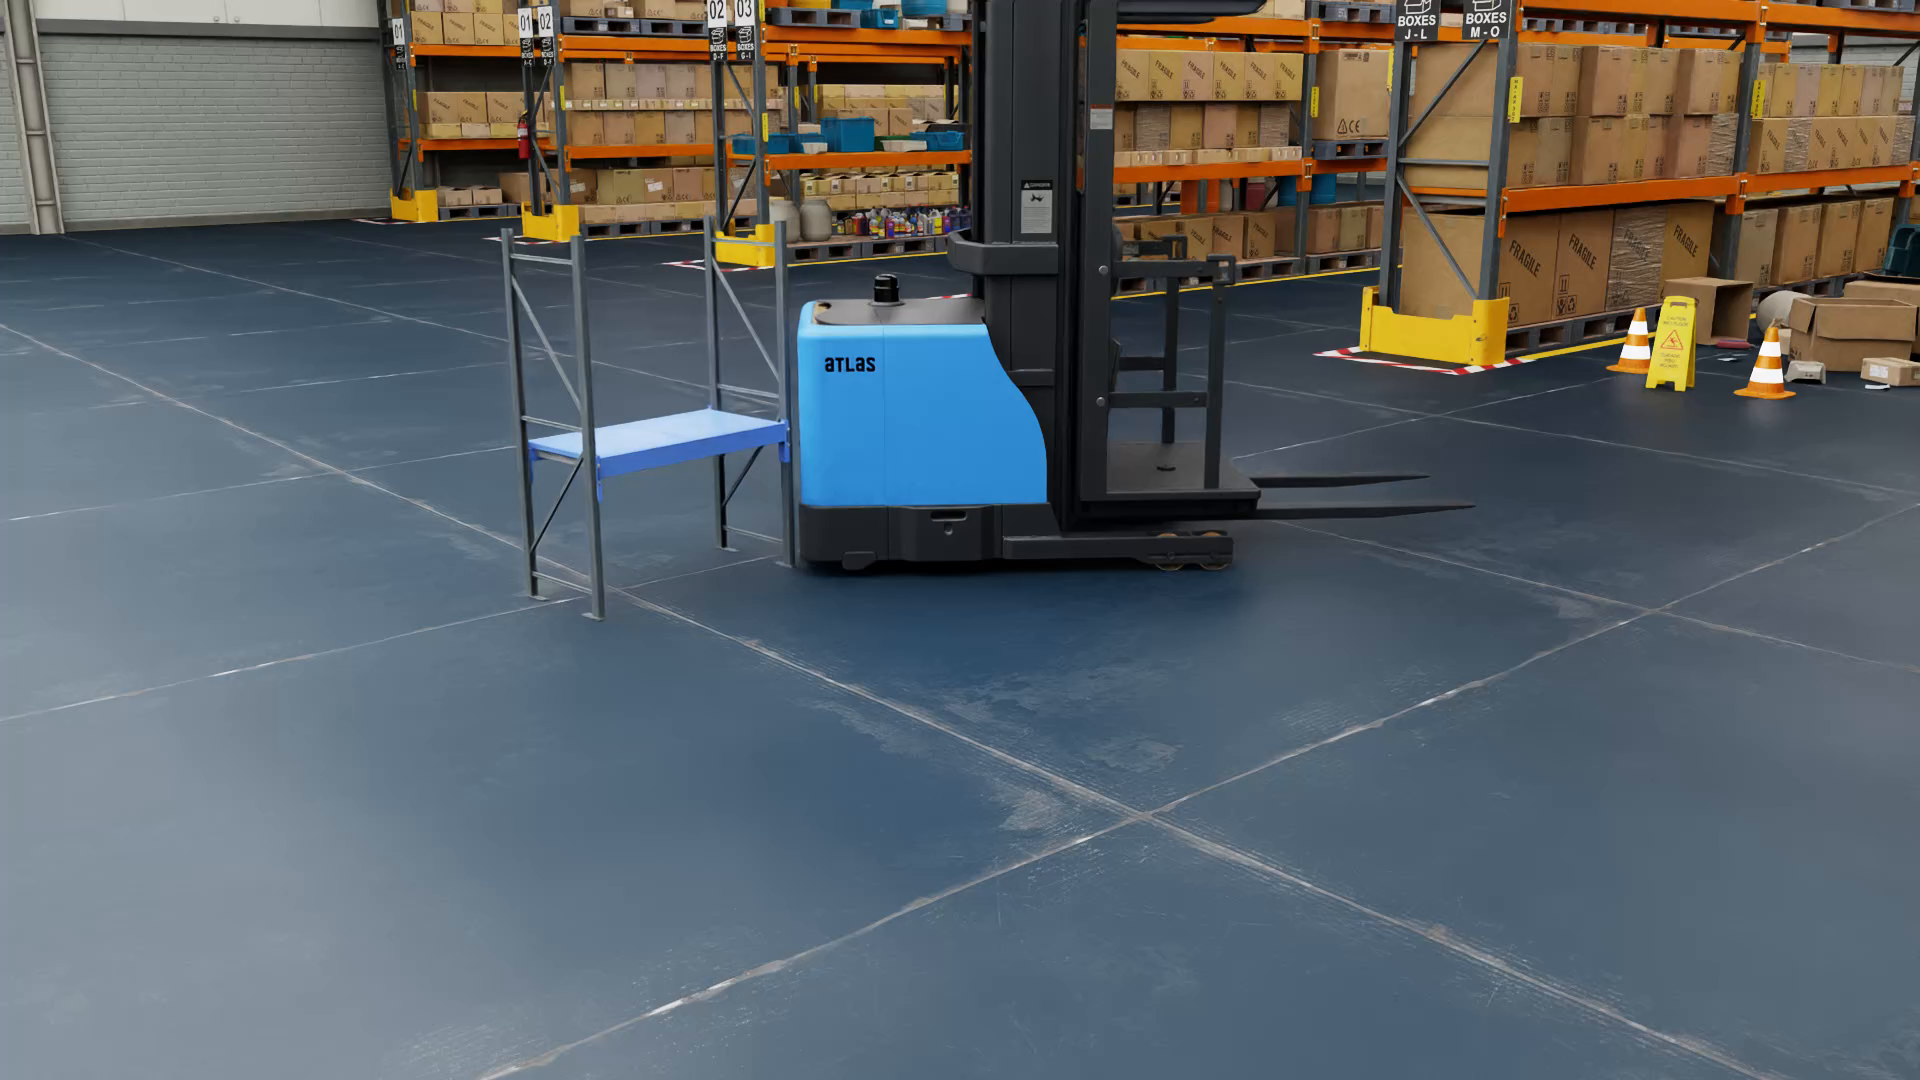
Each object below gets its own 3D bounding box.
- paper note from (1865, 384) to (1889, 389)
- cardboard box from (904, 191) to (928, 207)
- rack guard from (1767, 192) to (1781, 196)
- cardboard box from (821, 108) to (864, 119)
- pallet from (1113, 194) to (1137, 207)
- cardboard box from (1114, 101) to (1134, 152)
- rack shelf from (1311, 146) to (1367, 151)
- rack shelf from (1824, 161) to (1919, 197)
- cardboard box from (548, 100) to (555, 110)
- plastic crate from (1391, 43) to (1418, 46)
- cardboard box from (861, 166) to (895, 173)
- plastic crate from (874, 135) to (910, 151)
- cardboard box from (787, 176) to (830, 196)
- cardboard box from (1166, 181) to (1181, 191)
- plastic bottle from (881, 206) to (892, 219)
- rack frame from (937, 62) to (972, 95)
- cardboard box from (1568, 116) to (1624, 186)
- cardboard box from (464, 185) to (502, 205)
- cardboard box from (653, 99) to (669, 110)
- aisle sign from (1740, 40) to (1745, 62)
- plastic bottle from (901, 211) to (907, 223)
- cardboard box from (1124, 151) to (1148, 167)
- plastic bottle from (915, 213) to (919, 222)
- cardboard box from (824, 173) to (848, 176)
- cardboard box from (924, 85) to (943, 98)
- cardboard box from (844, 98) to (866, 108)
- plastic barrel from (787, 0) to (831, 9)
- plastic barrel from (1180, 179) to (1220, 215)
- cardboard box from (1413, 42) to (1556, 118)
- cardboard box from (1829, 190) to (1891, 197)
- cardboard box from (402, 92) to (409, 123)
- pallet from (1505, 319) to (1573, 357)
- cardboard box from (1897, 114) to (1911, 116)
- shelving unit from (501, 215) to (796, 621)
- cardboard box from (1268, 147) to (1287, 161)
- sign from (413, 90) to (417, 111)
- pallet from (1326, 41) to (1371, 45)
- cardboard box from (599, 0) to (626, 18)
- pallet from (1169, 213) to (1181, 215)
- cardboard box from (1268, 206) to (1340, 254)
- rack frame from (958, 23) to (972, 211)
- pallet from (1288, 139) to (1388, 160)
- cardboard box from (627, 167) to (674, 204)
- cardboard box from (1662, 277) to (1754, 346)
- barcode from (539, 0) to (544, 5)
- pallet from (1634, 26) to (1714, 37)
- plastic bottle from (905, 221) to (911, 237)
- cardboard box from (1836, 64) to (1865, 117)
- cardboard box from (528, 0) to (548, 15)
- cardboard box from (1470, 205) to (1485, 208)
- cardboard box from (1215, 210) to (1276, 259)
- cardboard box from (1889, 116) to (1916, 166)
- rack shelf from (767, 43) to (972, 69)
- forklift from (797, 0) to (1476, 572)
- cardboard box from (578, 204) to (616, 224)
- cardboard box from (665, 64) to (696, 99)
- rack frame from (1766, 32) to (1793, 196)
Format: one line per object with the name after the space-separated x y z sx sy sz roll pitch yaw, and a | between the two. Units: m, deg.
6.495 -1.089 11.769 0.148 0.019 0.142 8 17 28 | paper note
-0.887 -5.755 27.997 0.500 0.250 0.500 -12 19 -38 | cardboard box
12.671 -5.412 27.043 0.348 0.500 1.175 -13 19 -39 | rack guard
-1.912 -6.777 27.113 0.500 0.500 0.500 -11 18 -35 | cardboard box
2.547 -6.375 31.207 1.213 0.211 1.003 -13 19 -39 | pallet
1.314 -4.293 17.240 0.500 0.500 0.875 -13 19 -39 | cardboard box
4.875 -6.216 26.603 4.000 0.370 1.077 -13 19 -39 | rack shelf
11.306 -4.269 19.314 4.000 0.370 1.077 -13 19 -39 | rack shelf
-5.754 -6.298 24.065 0.250 0.149 0.380 -13 20 -40 | cardboard box
7.501 -8.445 27.996 0.590 0.269 0.497 -13 19 -39 | plastic crate
-1.831 -7.564 33.607 0.750 0.750 0.750 -13 20 -40 | cardboard box
-0.860 -5.270 22.077 0.662 0.188 0.450 -13 19 -39 | plastic crate
-2.424 -5.679 26.626 0.500 0.311 0.500 -13 19 -39 | cardboard box
4.240 -6.888 32.364 0.250 0.166 0.380 -13 19 -39 | cardboard box
-0.995 -4.320 22.391 0.185 0.351 0.144 -13 20 -40 | plastic bottle
-0.119 -8.831 34.999 0.127 3.000 1.000 -13 19 -39 | rack frame
4.918 -3.235 13.756 0.550 0.550 0.875 -13 19 -39 | cardboard box
-8.161 -5.908 28.413 0.500 0.311 0.500 -11 18 -35 | cardboard box
-4.510 -6.439 24.594 0.250 0.149 0.380 -13 20 -40 | cardboard box
12.510 -7.942 26.634 0.004 0.787 0.394 -13 19 -39 | aisle sign
-0.761 -4.321 22.550 0.097 0.271 0.097 0 15 0 | plastic bottle
1.722 -3.951 17.217 0.250 0.149 0.380 -13 19 -39 | cardboard box
-0.531 -4.189 22.030 0.133 0.283 0.061 -13 19 -39 | plastic bottle
-2.016 -5.955 27.660 0.500 0.311 0.500 -13 20 -40 | cardboard box
-0.696 -9.181 34.048 0.500 0.250 0.500 -12 19 -38 | cardboard box
-2.201 -8.474 32.855 0.500 0.500 0.500 -12 19 -38 | cardboard box
-1.892 -6.830 20.518 0.600 0.588 0.600 0 15 0 | plastic barrel
3.724 -5.465 25.790 0.708 0.830 0.600 -13 19 -39 | plastic barrel
4.068 -3.572 12.927 0.550 0.550 0.875 -13 19 -39 | cardboard box
10.141 -3.802 18.749 0.500 0.250 0.500 -13 20 -41 | cardboard box
-8.956 -7.219 27.762 0.500 0.500 0.500 -13 20 -40 | cardboard box
4.314 -1.726 13.803 1.213 0.211 1.003 -13 19 -39 | pallet
10.294 -4.546 18.052 0.250 0.149 0.380 -12 19 -37 | cardboard box
-1.257 -0.548 6.894 0.538 1.500 1.048 13 20 40 | shelving unit
3.436 -4.327 18.625 0.250 0.149 0.380 -13 19 -39 | cardboard box
-8.815 -7.111 26.881 0.005 0.325 0.100 -13 19 -39 | sign
5.857 -8.109 26.847 1.003 0.211 1.213 -13 19 -39 | pallet
-5.222 -7.728 24.263 0.500 0.250 0.500 -13 19 -39 | cardboard box
3.934 -5.019 26.132 1.213 0.211 1.003 -13 19 -39 | pallet
4.078 -3.688 19.734 0.700 0.500 0.500 14 21 43 | cardboard box
0.349 -5.547 22.705 0.127 3.000 1.000 -13 19 -39 | rack frame
4.272 -4.591 19.498 1.213 0.211 1.003 -13 19 -39 | pallet
-4.622 -5.291 24.807 0.500 0.500 0.500 -13 19 -39 | cardboard box
6.283 -1.931 14.005 0.500 0.500 0.500 -9 17 -30 | cardboard box
-6.006 -7.709 23.861 0.075 0.075 0.001 -13 19 -39 | barcode
10.260 -7.481 24.304 1.213 0.211 1.003 -13 19 -39 | pallet
-0.687 -4.068 21.738 0.097 0.201 0.097 0 15 0 | plastic bottle
8.686 -4.562 16.884 0.500 0.500 0.700 -13 20 -40 | cardboard box
-7.148 -9.143 28.184 0.500 0.500 0.500 -14 20 -41 | cardboard box
7.152 -4.550 22.274 0.875 0.875 1.225 -14 20 -42 | cardboard box
3.272 -3.518 19.139 0.500 0.500 0.500 -13 20 -41 | cardboard box
9.634 -4.198 17.458 0.500 0.500 0.500 -13 19 -39 | cardboard box
-1.391 -7.953 27.291 4.000 0.370 1.077 -13 19 -39 | rack shelf
0.788 -1.414 7.365 3.031 2.935 1.130 -1 15 -4 | forklift
-5.367 -4.756 24.259 0.500 0.250 0.500 -13 19 -39 | cardboard box
-4.366 -6.856 24.896 0.500 0.500 0.700 -13 19 -39 | cardboard box
12.653 -6.616 26.705 0.127 3.000 1.000 -13 19 -39 | rack frame
